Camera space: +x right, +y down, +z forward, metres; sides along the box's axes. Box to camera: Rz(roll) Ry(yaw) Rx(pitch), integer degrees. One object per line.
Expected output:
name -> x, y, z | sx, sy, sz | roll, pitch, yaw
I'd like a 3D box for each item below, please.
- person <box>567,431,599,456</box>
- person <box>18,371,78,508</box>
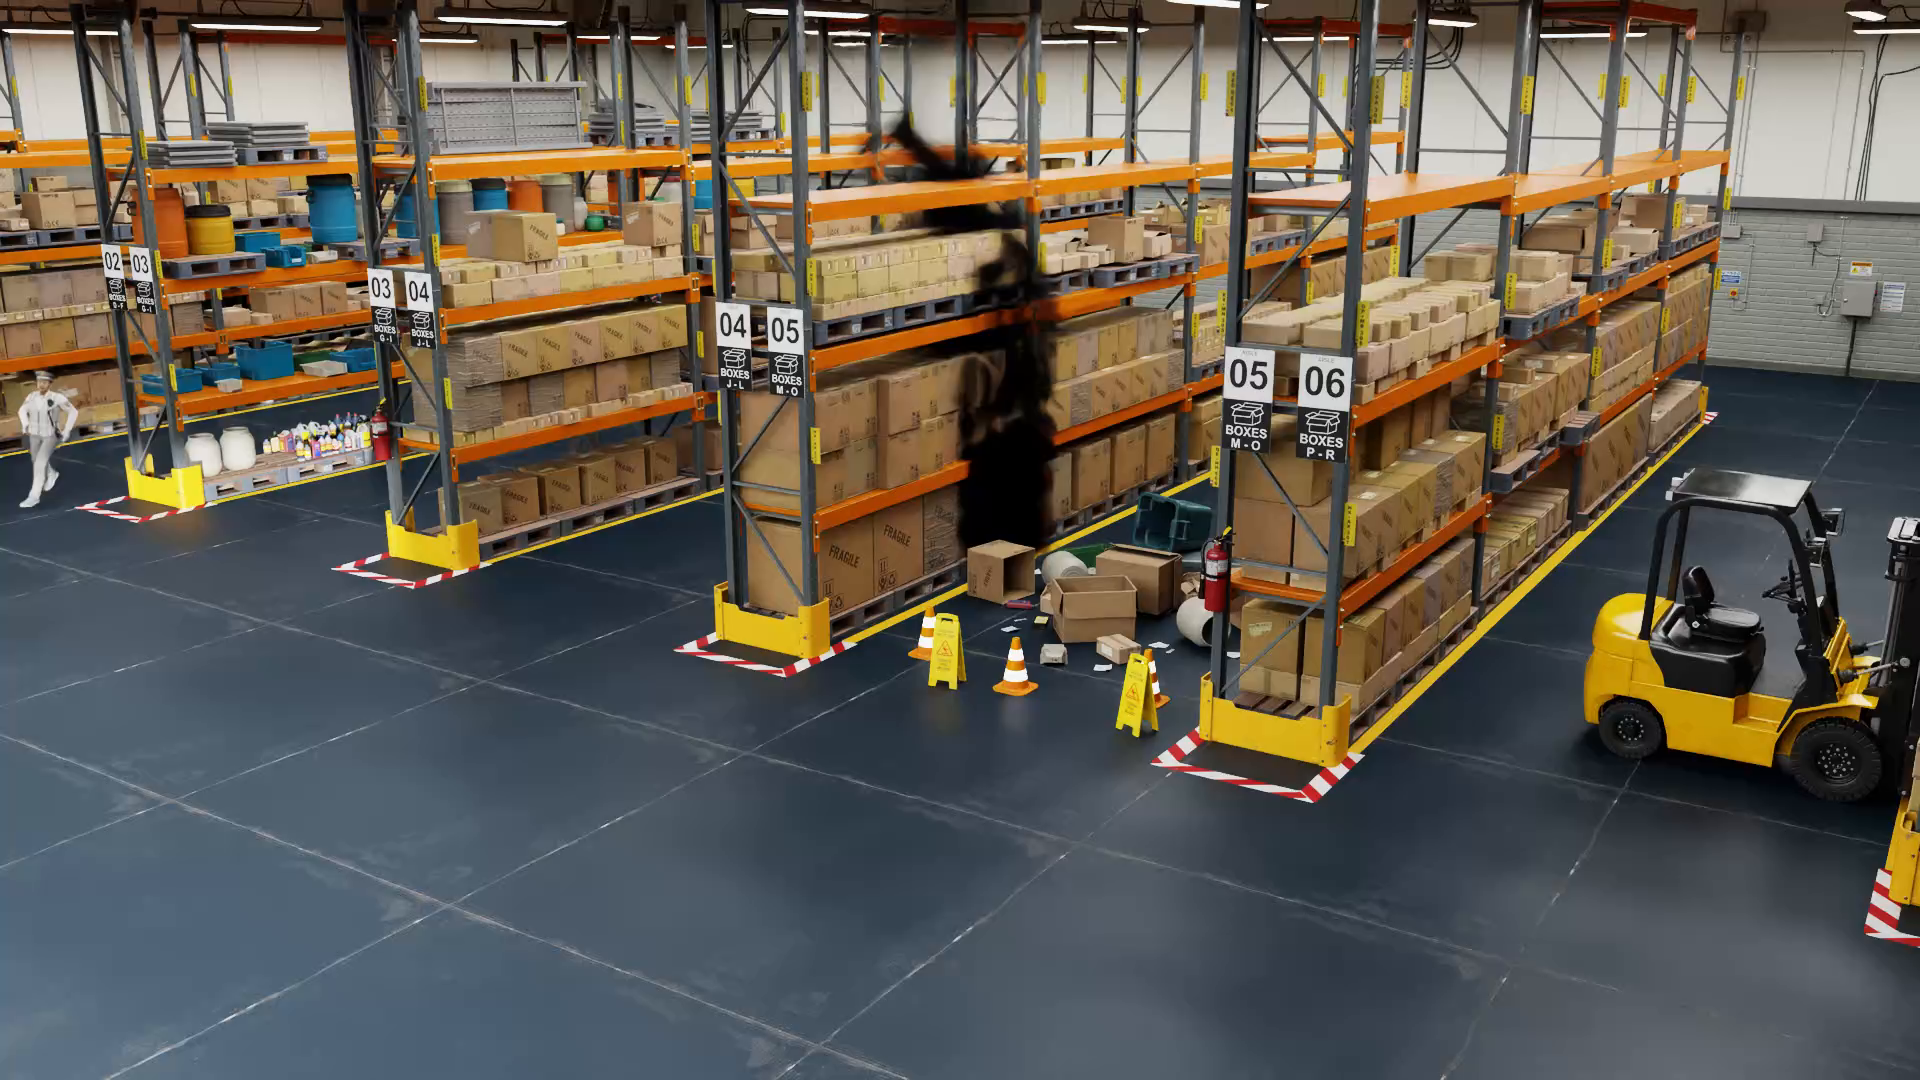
person -> -5.300, -1.938, 23.044 | 0.545, 1.711, 0.697 | 5, 16, 19
person -> -11.436, -1.298, 20.763 | 0.628, 1.653, 0.854 | 1, 16, 2
